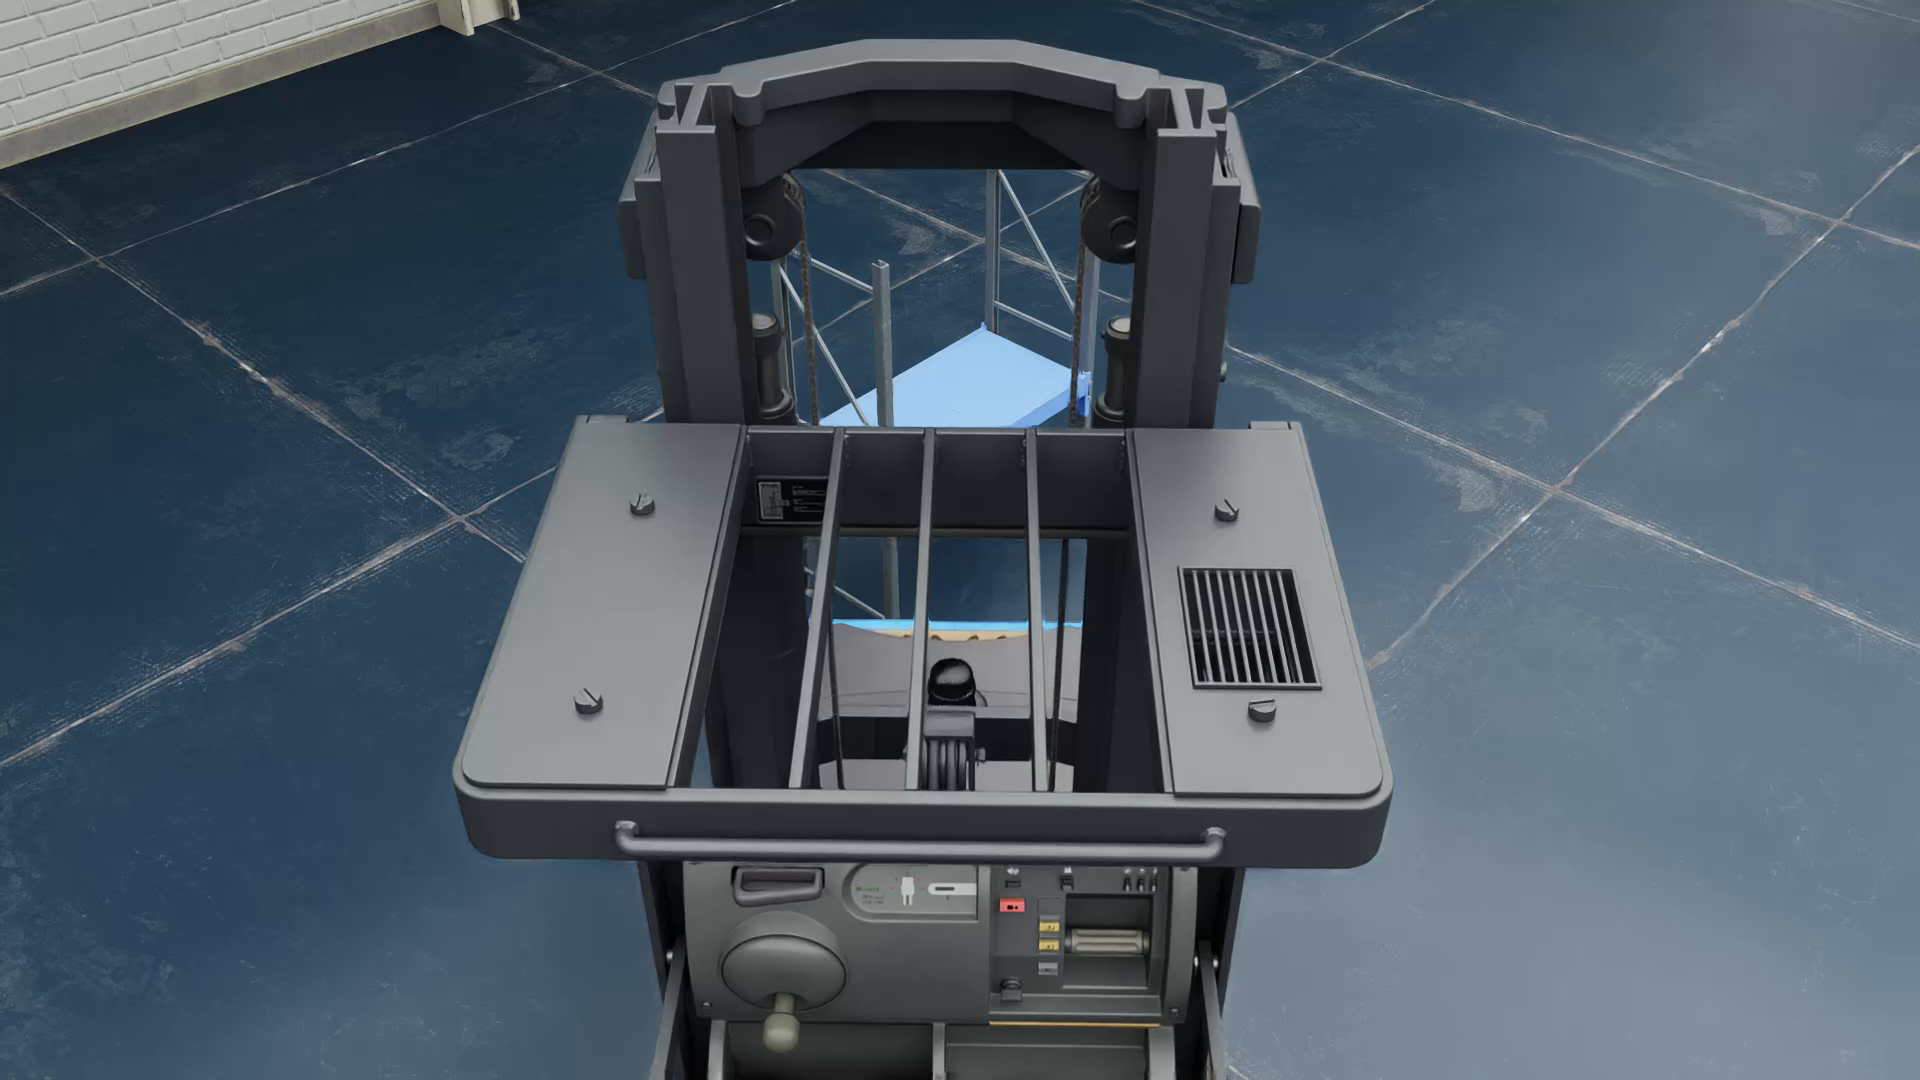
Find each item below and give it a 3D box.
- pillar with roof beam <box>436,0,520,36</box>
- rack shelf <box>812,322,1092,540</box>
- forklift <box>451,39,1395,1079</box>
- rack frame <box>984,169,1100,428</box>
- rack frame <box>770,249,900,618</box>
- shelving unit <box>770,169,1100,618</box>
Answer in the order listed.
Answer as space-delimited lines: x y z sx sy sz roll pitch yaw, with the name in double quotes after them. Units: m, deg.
0.204 -4.931 5.221 9.100 9.000 0.400 30 47 32 "pillar with roof beam"
-0.058 -0.407 5.846 0.538 0.185 1.000 30 47 32 "rack shelf"
-0.038 0.811 2.875 1.130 2.935 3.031 1 38 1 "forklift"
0.285 -0.781 6.028 0.500 1.500 0.032 30 47 32 "rack frame"
-0.400 -0.314 5.440 0.500 1.500 0.032 30 47 32 "rack frame"
-0.058 -0.548 5.734 0.538 1.500 1.048 30 47 32 "shelving unit"
